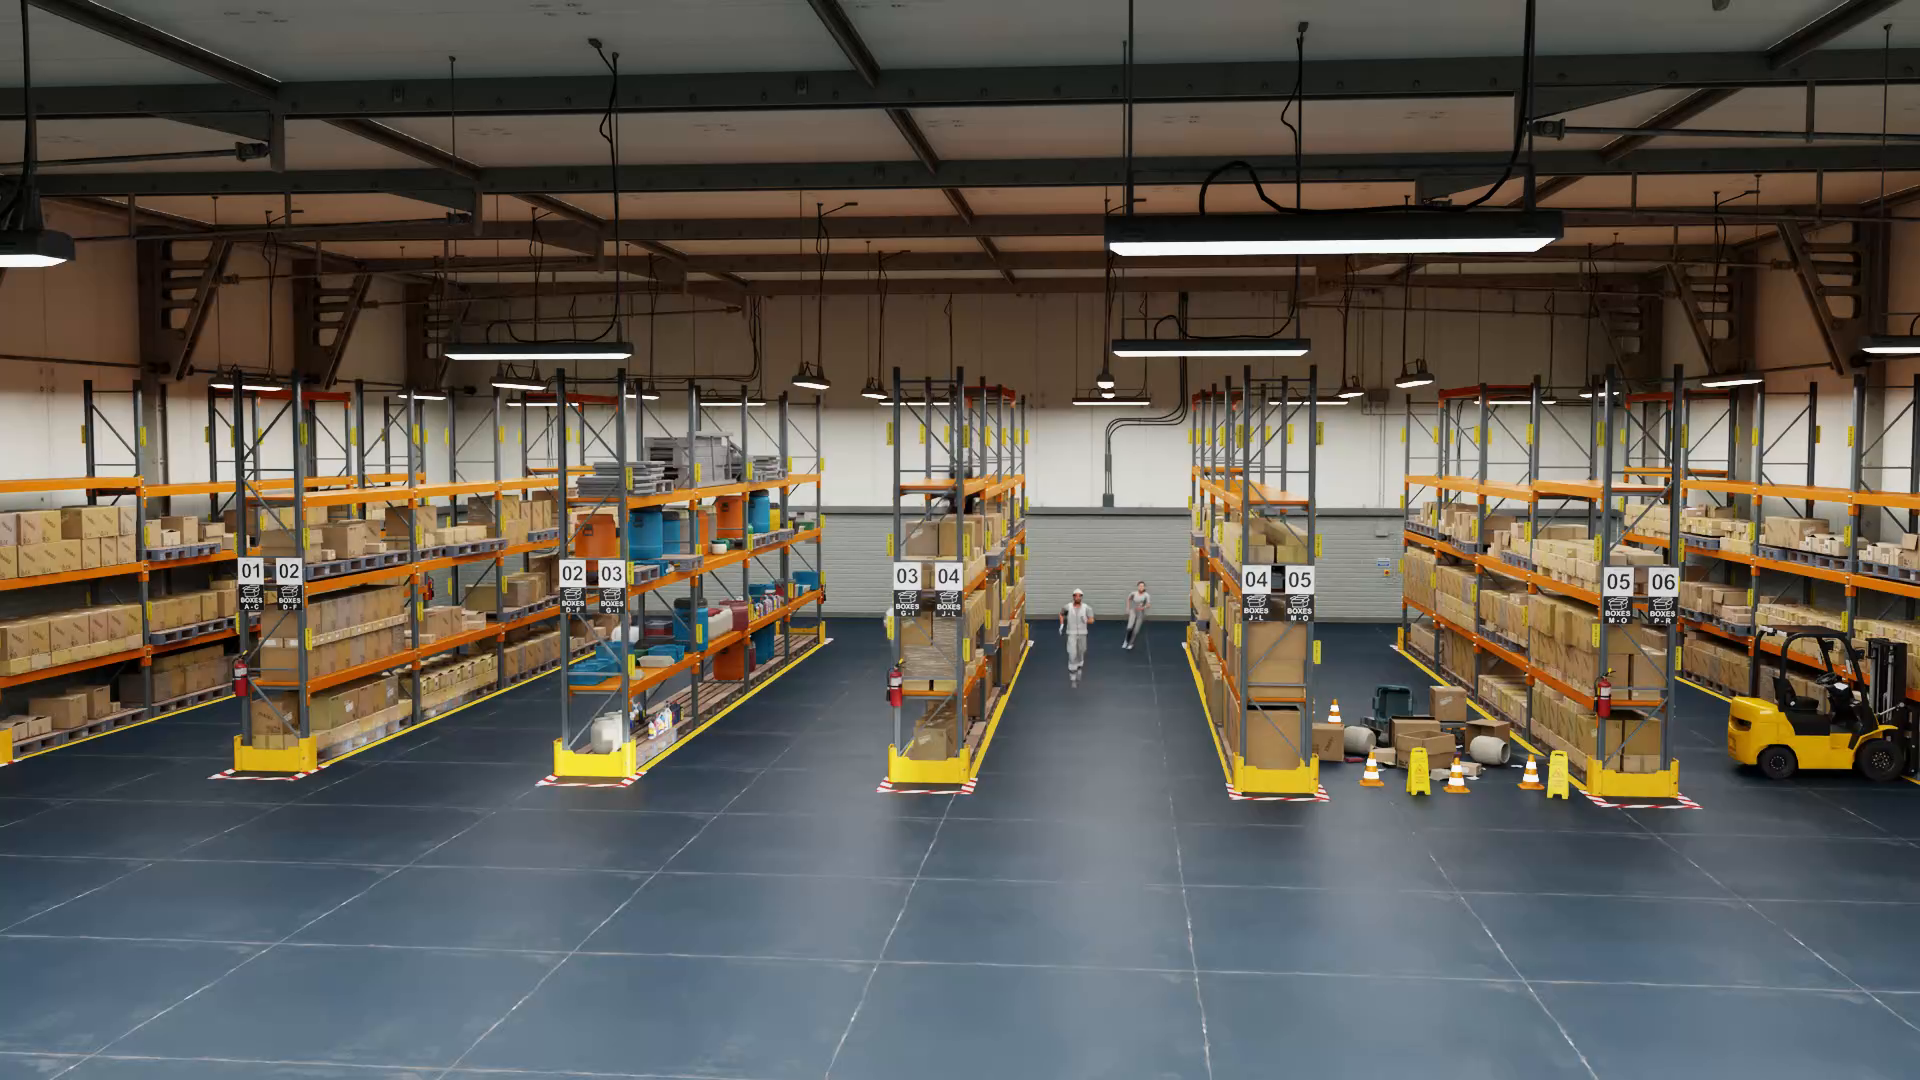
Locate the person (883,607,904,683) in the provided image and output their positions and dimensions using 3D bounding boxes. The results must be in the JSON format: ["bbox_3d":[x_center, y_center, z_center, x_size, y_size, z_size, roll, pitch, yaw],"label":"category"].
[{"bbox_3d":[-1.122,1.929,31.239,0.638,1.909,0.747,0,4,3],"label":"person"}]

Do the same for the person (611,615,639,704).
[{"bbox_3d":[-6.206,2.220,30.933,0.660,1.703,0.653,0,4,3],"label":"person"}]

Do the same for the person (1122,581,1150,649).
[{"bbox_3d":[4.134,1.764,38.968,0.657,1.614,0.590,1,4,10],"label":"person"}]

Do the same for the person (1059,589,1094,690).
[{"bbox_3d":[2.212,1.850,31.488,0.649,1.862,0.782,0,4,-3],"label":"person"}]
